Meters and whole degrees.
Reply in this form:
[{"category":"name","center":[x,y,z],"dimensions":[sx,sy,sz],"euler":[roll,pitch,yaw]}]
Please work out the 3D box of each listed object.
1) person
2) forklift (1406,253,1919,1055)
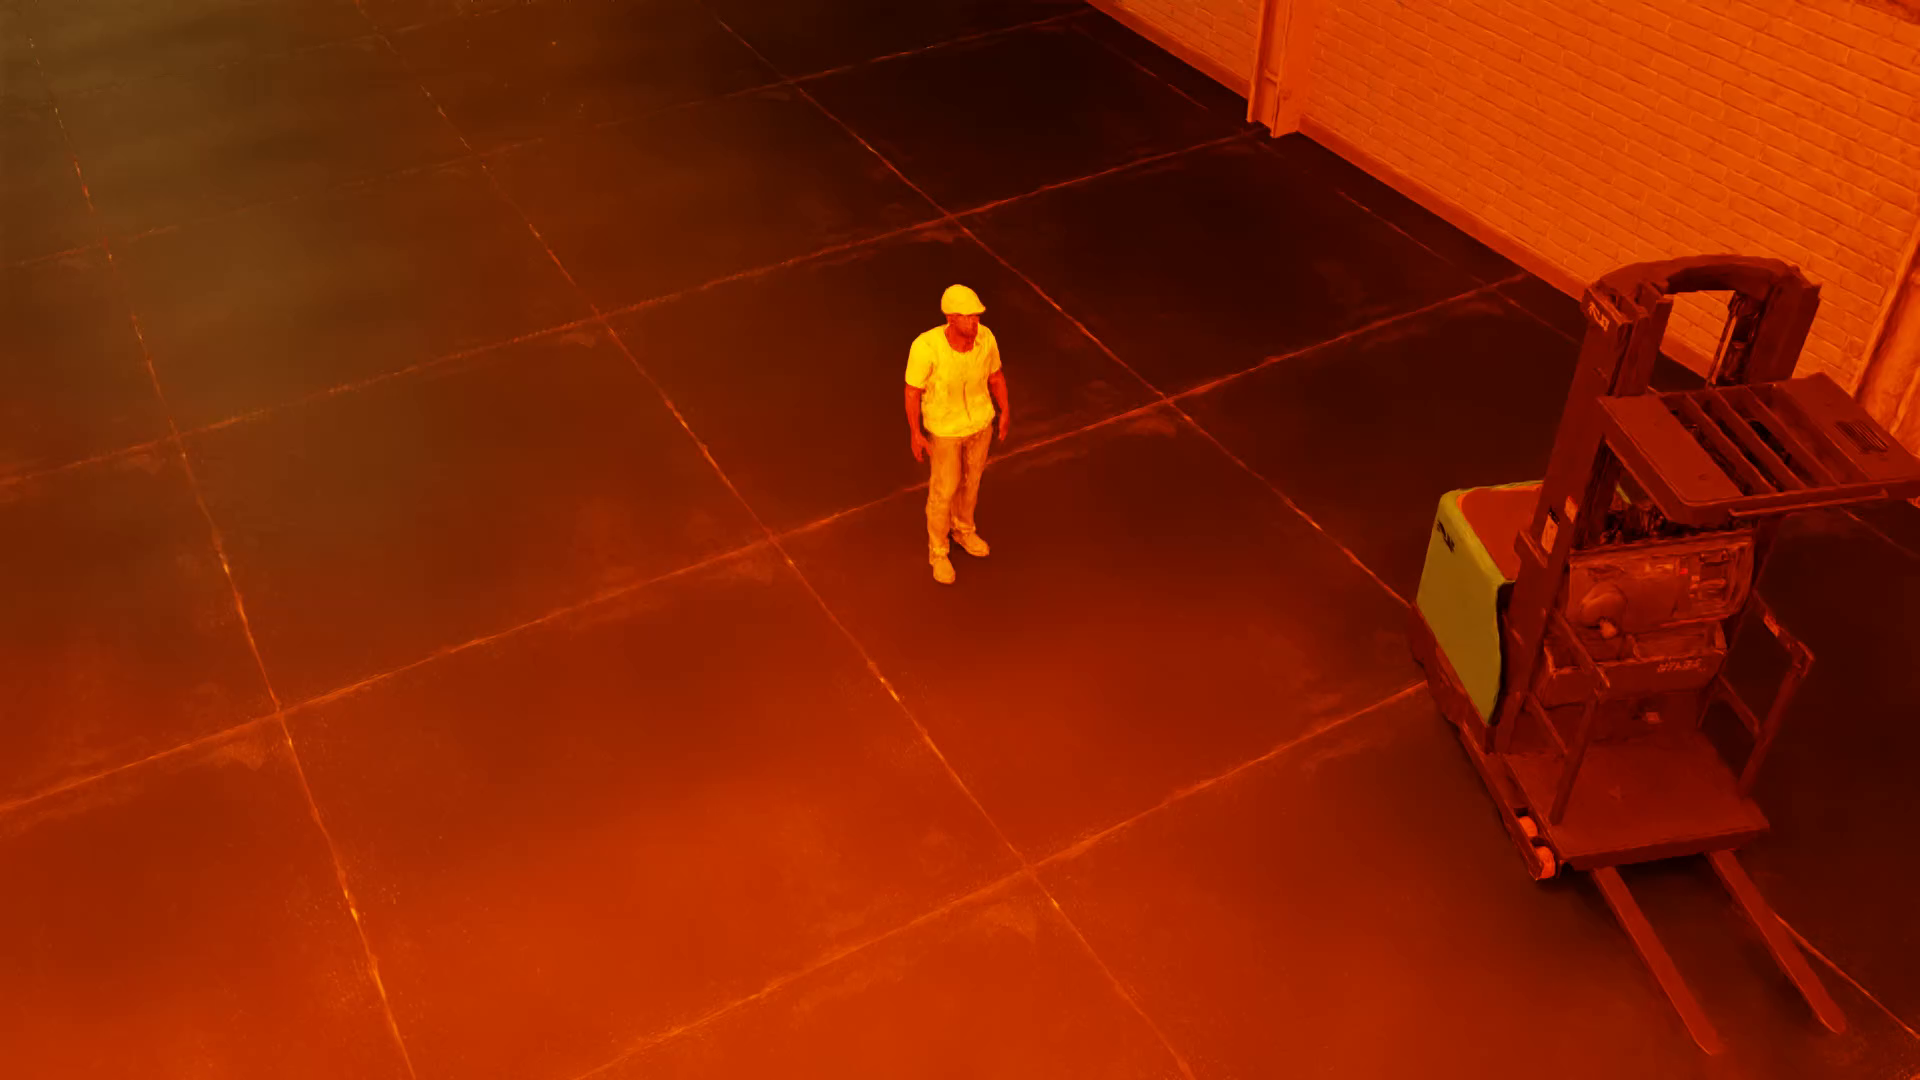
[{"category":"person","center":[0.030,-0.645,9.715],"dimensions":[0.665,1.766,0.576],"euler":[-20,44,-23]},{"category":"forklift","center":[3.334,0.304,7.669],"dimensions":[1.130,2.935,3.031],"euler":[-7,40,-8]}]
